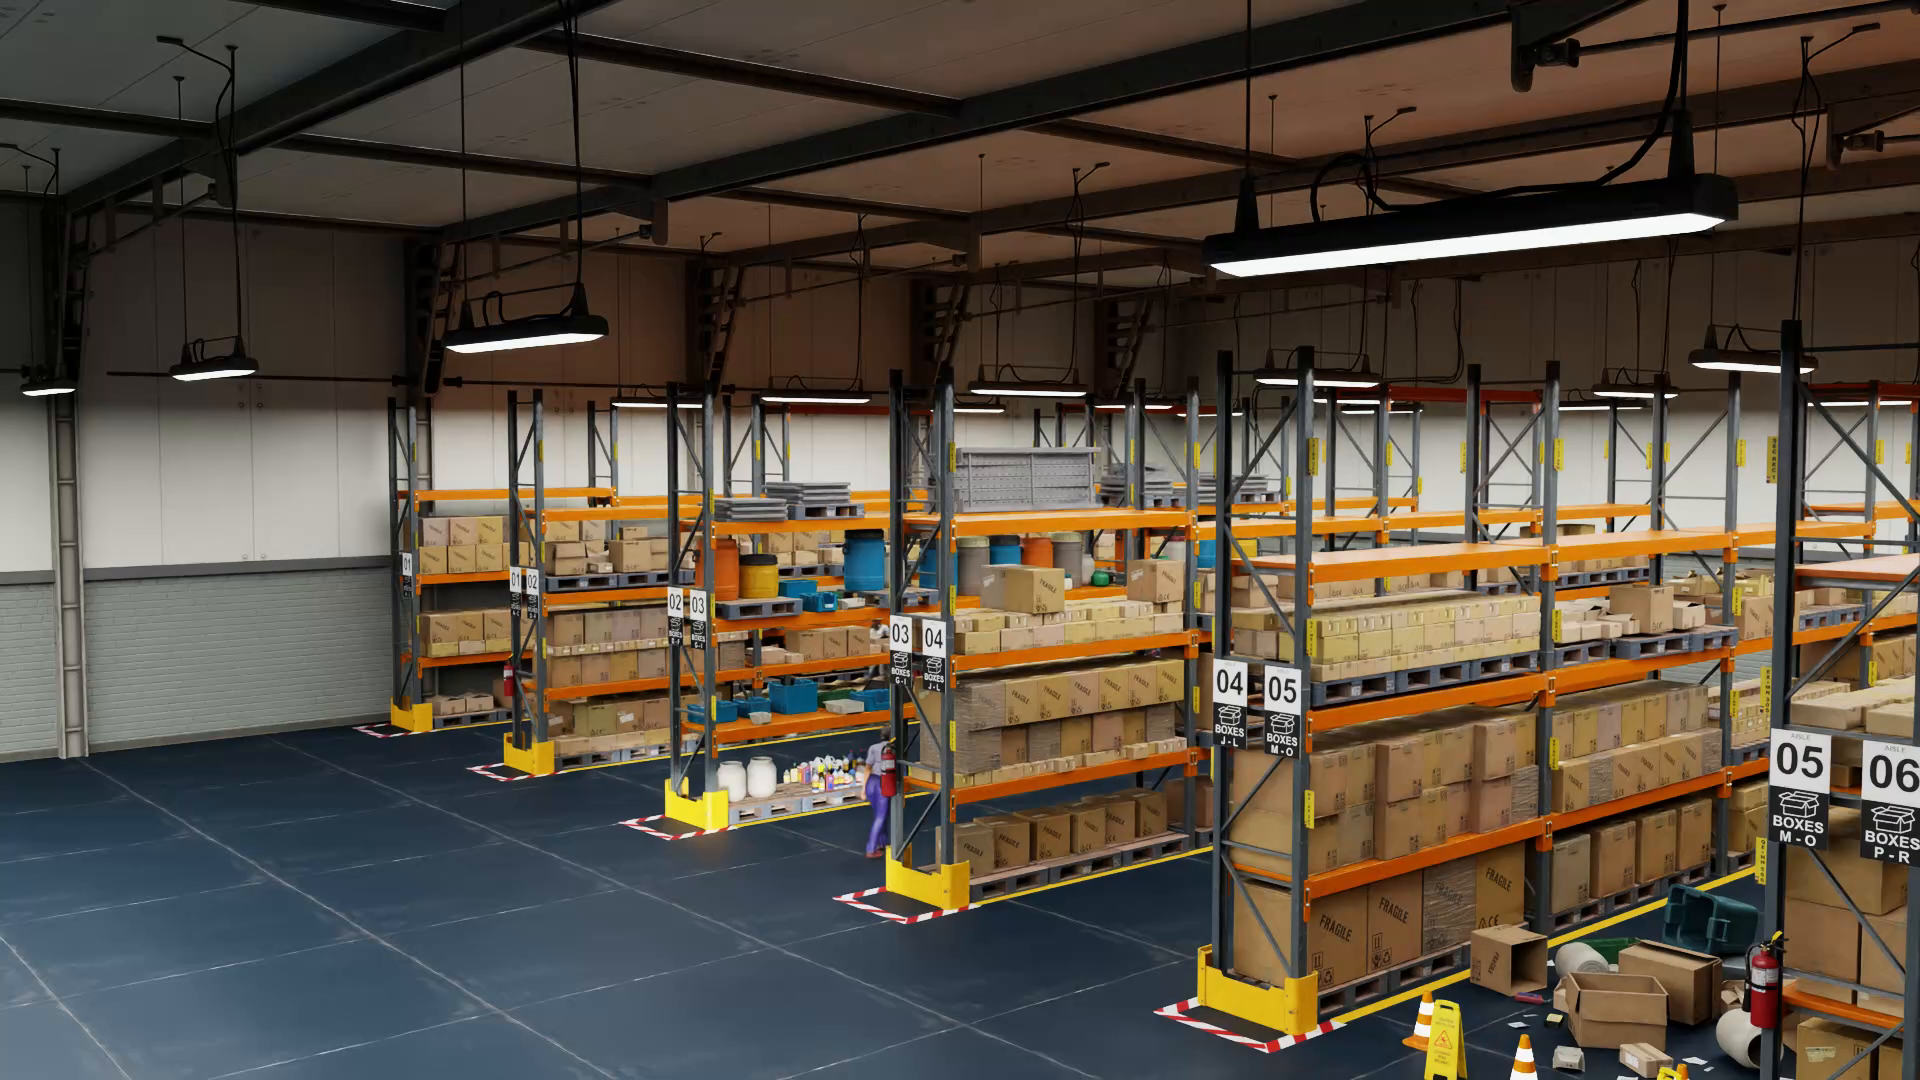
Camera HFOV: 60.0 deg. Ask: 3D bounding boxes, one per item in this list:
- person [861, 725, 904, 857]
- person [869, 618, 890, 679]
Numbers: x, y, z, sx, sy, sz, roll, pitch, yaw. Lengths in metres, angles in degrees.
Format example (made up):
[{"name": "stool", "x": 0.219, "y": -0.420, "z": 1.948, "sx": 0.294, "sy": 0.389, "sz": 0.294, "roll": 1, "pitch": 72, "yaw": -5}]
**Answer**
[{"name": "person", "x": -0.946, "y": 3.153, "z": 20.807, "sx": 0.494, "sy": 1.672, "sz": 0.695, "roll": 3, "pitch": 4, "yaw": 37}, {"name": "person", "x": -1.597, "y": 2.317, "z": 33.937, "sx": 0.632, "sy": 1.758, "sz": 0.604, "roll": 2, "pitch": 4, "yaw": 37}]
